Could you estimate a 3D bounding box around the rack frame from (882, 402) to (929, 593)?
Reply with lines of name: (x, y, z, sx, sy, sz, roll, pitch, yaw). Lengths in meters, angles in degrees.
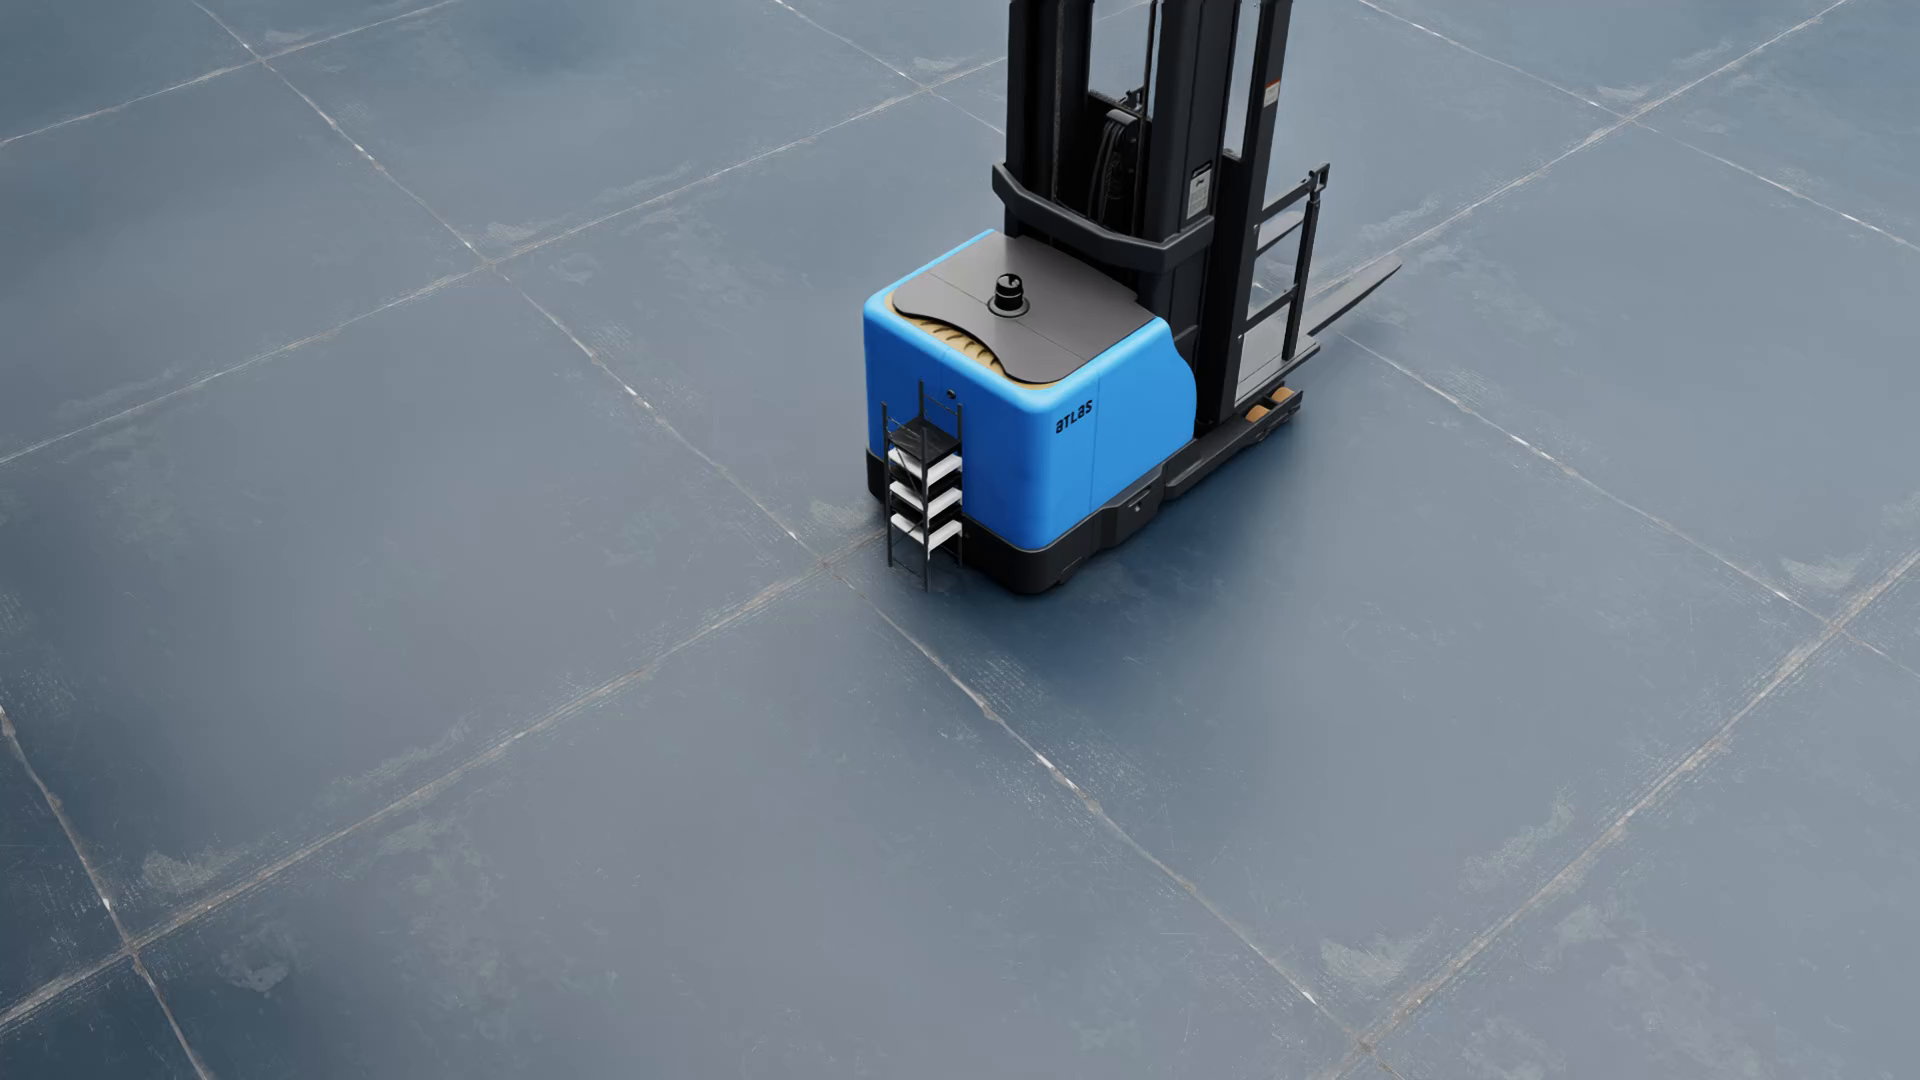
rack frame: (-0.220, -0.159, 6.816, 0.240, 0.900, 0.006, 34, 53, 31)

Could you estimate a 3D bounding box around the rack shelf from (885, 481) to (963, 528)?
rack shelf: (-0.149, -0.185, 6.892, 0.258, 0.077, 0.200, 34, 53, 31)

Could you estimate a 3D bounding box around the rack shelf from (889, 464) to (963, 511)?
rack shelf: (-0.149, -0.251, 6.830, 0.258, 0.077, 0.200, 34, 53, 31)

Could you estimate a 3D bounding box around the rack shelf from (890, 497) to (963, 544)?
rack shelf: (-0.149, -0.119, 6.954, 0.258, 0.077, 0.200, 34, 53, 31)

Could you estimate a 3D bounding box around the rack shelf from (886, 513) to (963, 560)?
rack shelf: (-0.149, -0.054, 7.015, 0.258, 0.077, 0.200, 34, 53, 31)

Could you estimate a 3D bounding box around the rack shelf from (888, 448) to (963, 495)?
rack shelf: (-0.149, -0.316, 6.769, 0.258, 0.077, 0.200, 34, 53, 31)

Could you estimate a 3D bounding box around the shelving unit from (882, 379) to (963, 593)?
shelving unit: (-0.149, -0.209, 6.869, 0.258, 0.900, 0.210, 34, 53, 31)

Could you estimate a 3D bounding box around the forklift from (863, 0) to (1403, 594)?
forklift: (0.974, -1.754, 7.030, 1.130, 2.935, 3.031, 34, 53, 31)

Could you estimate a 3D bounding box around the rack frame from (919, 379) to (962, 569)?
rack frame: (-0.079, -0.259, 6.922, 0.240, 0.900, 0.006, 34, 53, 31)

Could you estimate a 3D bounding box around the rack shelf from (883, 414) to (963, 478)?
rack shelf: (-0.149, -0.382, 6.707, 0.258, 0.077, 0.200, 34, 53, 31)
